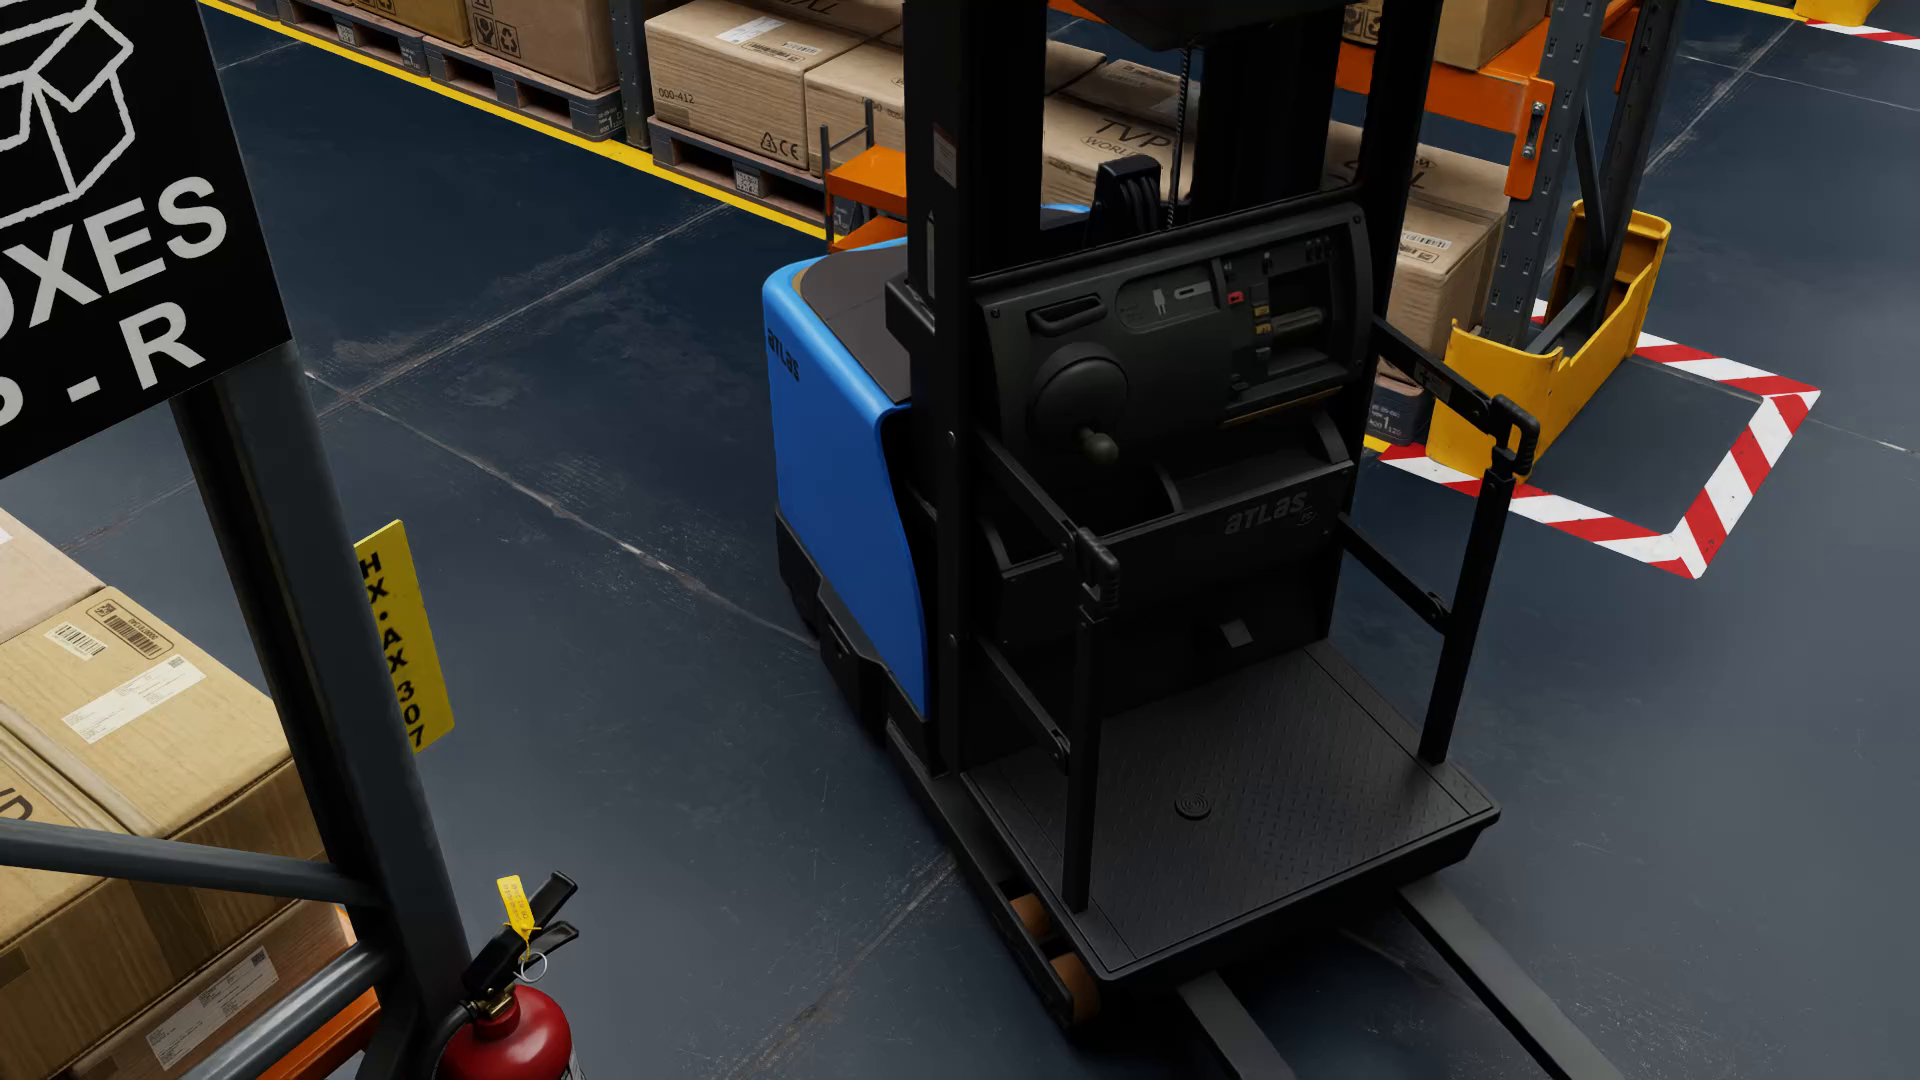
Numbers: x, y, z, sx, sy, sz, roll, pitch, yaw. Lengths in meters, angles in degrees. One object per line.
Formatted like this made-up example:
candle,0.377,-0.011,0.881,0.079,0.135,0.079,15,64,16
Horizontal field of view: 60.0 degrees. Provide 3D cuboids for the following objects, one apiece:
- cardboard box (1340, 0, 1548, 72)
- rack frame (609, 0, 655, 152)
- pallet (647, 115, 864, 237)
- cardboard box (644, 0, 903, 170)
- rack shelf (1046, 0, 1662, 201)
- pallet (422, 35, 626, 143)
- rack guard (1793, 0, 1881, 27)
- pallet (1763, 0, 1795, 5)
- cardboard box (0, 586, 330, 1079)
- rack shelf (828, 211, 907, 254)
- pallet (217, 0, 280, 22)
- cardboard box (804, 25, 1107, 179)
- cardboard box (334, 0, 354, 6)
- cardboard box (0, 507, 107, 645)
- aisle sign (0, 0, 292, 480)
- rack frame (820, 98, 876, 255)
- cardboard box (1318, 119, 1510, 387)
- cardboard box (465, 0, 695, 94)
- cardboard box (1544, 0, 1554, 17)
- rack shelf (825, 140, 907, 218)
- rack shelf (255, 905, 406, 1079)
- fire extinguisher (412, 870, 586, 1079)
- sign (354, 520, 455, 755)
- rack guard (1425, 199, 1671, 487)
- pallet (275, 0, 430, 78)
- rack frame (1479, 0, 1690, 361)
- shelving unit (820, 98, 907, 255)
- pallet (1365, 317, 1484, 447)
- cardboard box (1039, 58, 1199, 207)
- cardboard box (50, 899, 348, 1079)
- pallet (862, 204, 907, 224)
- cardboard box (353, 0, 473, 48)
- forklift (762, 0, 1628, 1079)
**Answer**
cardboard box,1.476,-1.787,5.018,0.500,0.500,0.500,26,45,29
rack frame,-1.157,-3.195,6.897,0.127,3.000,1.000,25,45,29
pallet,-0.601,-1.774,7.344,1.213,0.211,1.003,25,45,29
cardboard box,-0.724,-2.064,7.190,0.875,0.438,0.875,25,44,28
rack shelf,0.431,-2.162,6.162,4.000,0.370,1.077,25,45,29
pallet,-1.816,-2.349,8.079,1.213,0.211,1.003,25,45,29
rack guard,4.886,-3.203,8.935,0.348,0.500,1.175,25,45,29
pallet,4.263,-3.410,9.435,1.213,0.211,1.003,25,45,29
cardboard box,-1.190,0.375,2.218,0.500,0.250,0.500,25,45,29
rack shelf,-0.133,-0.831,5.084,0.480,0.148,0.258,23,43,26
pallet,-3.754,-3.263,9.246,1.213,0.211,1.003,25,45,29
cardboard box,-0.013,-1.729,6.762,0.875,0.438,0.875,24,44,27
cardboard box,-3.131,-3.386,8.525,0.875,0.875,0.875,26,45,29
cardboard box,-1.590,0.187,2.459,0.500,0.250,0.500,26,45,29
aisle sign,-0.760,-0.407,1.227,0.004,0.787,0.394,25,45,29
rack frame,-0.335,-0.792,5.288,0.015,1.200,0.240,23,43,26
cardboard box,1.435,-1.051,5.897,0.875,0.438,0.875,24,44,27
cardboard box,-1.699,-2.717,7.669,0.875,0.875,0.875,27,45,30
cardboard box,1.813,-2.056,5.362,0.500,0.500,0.500,25,44,28
rack shelf,-0.133,-1.017,4.938,0.480,0.148,0.258,23,43,26
rack shelf,-2.581,0.269,3.056,4.000,0.370,1.077,25,45,29
fire extinguisher,-0.595,0.741,2.235,0.183,0.674,0.296,25,45,29
sign,-0.663,0.129,1.950,0.005,0.325,0.100,25,45,29
rack guard,2.039,-0.703,5.743,0.348,0.500,1.175,25,45,29
pallet,-2.789,-2.806,8.662,1.213,0.211,1.003,25,45,29
rack frame,2.020,-1.697,4.984,0.127,3.000,1.000,25,45,29
shelving unit,-0.133,-0.708,5.181,0.503,1.200,0.258,23,43,26
pallet,1.337,-0.860,6.177,1.213,0.211,1.003,25,45,29
cardboard box,0.703,-1.390,6.330,0.875,0.438,0.875,27,45,30
cardboard box,-1.087,0.577,2.284,0.250,0.149,0.380,25,44,28
pallet,0.372,-1.317,6.761,1.213,0.211,1.003,25,45,29
cardboard box,-2.421,-3.051,8.097,0.875,0.875,0.875,27,45,30
forklift,0.571,-0.356,3.327,1.130,2.935,3.031,-17,41,-21
